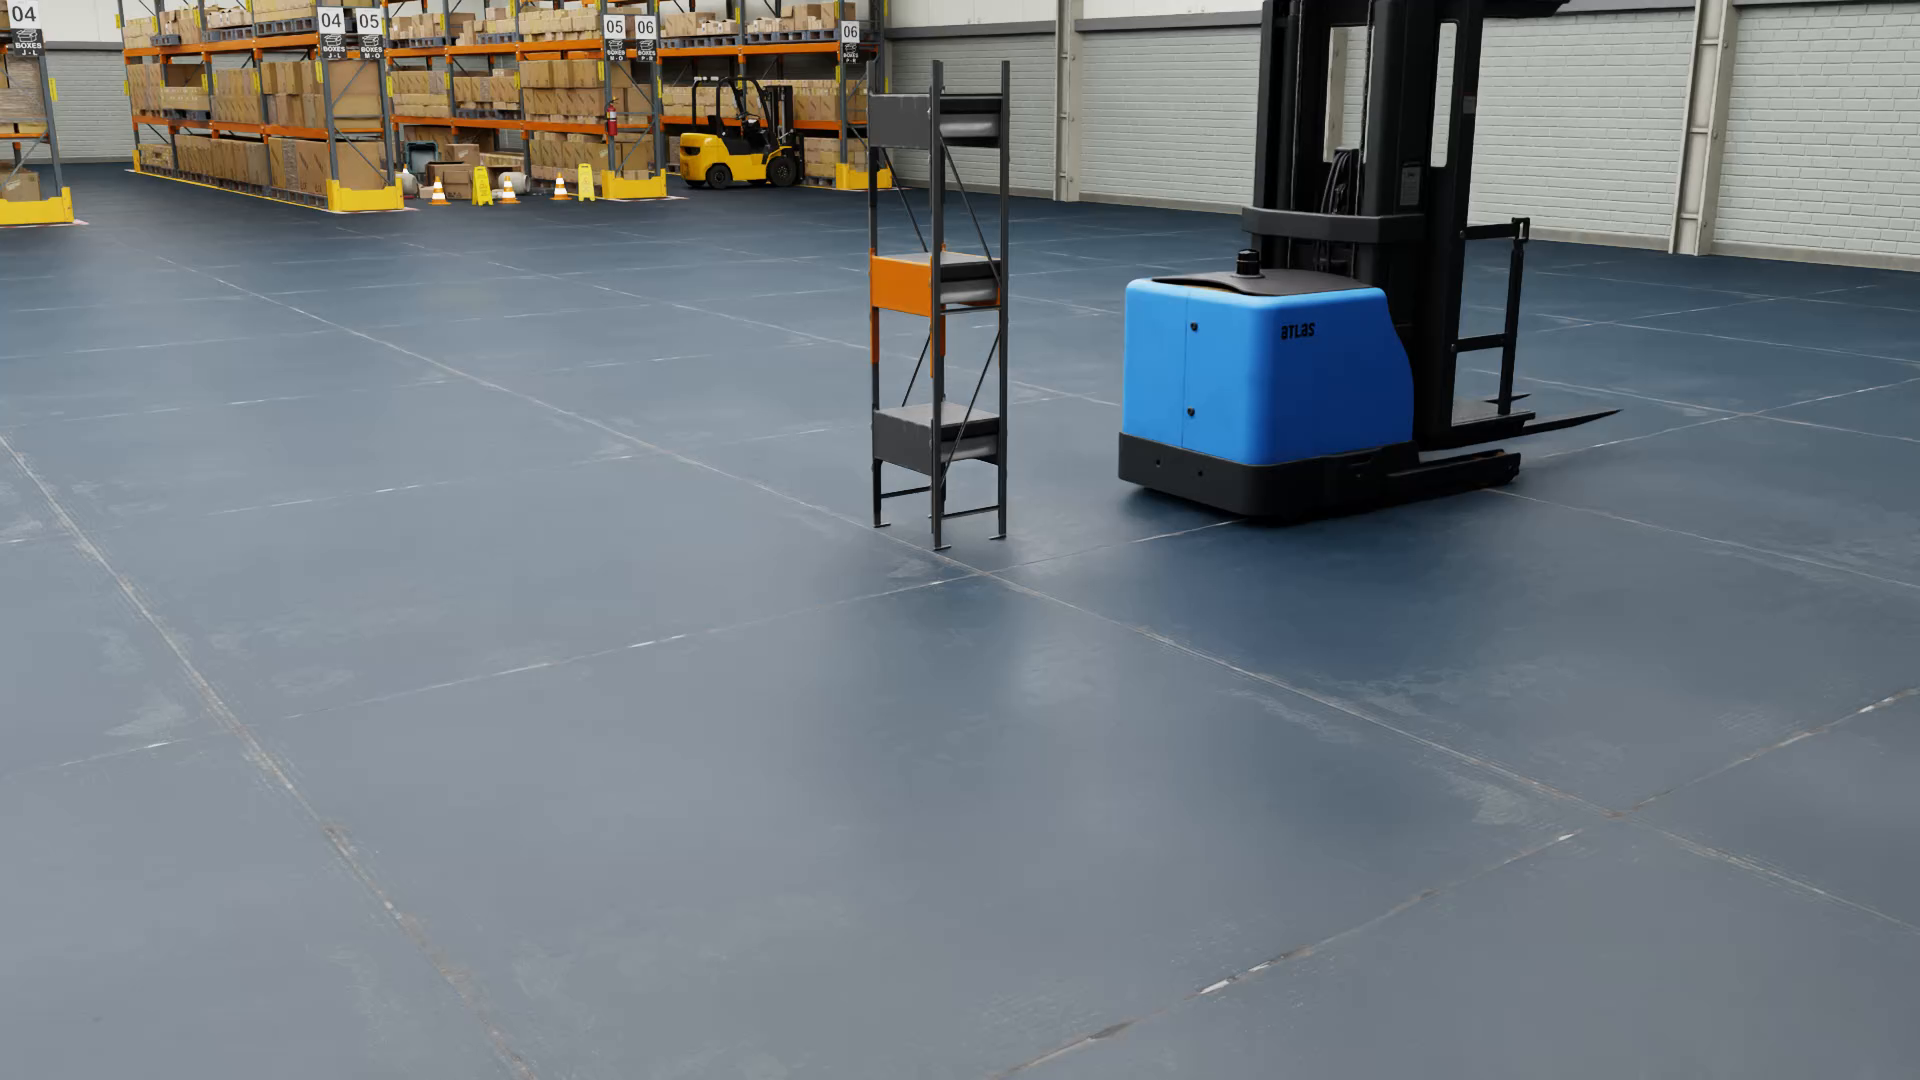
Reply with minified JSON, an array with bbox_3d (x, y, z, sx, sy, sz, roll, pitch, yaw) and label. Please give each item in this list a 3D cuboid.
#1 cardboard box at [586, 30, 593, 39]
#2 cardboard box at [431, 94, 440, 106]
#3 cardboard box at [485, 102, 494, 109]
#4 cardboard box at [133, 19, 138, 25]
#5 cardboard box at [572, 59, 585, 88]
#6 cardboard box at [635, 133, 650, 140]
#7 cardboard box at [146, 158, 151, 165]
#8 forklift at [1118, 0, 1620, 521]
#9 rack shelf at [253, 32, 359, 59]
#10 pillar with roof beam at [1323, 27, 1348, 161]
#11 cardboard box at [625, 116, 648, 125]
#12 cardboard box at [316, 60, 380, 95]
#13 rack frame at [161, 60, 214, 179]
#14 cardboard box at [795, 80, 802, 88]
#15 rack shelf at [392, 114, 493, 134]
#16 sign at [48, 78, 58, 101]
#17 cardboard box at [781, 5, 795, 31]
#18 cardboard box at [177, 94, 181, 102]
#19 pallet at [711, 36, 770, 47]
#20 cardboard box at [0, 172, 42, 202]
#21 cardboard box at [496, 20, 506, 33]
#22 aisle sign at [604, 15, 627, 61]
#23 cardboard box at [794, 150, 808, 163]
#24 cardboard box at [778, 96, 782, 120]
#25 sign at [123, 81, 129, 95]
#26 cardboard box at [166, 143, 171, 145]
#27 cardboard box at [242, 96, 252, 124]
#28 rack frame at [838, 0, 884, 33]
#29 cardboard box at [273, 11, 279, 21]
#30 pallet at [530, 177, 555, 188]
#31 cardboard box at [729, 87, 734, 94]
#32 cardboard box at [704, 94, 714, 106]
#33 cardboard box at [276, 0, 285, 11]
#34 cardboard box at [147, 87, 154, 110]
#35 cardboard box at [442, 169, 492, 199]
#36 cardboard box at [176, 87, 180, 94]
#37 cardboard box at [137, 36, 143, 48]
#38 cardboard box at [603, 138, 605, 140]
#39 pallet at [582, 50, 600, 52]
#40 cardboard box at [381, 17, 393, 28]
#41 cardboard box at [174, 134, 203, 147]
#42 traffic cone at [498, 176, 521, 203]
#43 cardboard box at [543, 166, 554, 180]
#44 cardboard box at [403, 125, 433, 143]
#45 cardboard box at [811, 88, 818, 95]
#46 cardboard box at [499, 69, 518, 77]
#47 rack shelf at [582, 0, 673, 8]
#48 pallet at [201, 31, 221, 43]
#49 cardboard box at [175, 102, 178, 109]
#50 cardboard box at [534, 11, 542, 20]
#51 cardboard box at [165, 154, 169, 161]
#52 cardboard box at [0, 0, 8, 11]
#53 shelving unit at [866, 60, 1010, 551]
[{"bbox_3d":[-6.558,-9.156,30.141,0.380,0.149,0.250,-11,19,-34],"label":"cardboard box"},{"bbox_3d":[-11.447,-9.800,37.036,0.500,0.250,0.500,-11,19,-36],"label":"cardboard box"},{"bbox_3d":[-9.701,-9.088,34.781,0.380,0.149,0.250,-10,18,-33],"label":"cardboard box"},{"bbox_3d":[-18.601,-11.791,37.876,0.380,0.149,0.250,-10,18,-33],"label":"cardboard box"},{"bbox_3d":[-6.717,-8.608,30.698,0.700,0.500,0.500,-11,19,-34],"label":"cardboard box"},{"bbox_3d":[-7.705,-9.838,40.551,0.380,0.149,0.250,-11,19,-35],"label":"cardboard box"},{"bbox_3d":[-18.819,-8.876,38.927,0.380,0.149,0.250,-11,19,-34],"label":"cardboard box"},{"bbox_3d":[2.308,-1.783,8.537,3.031,2.935,1.130,-10,18,-33],"label":"forklift"},{"bbox_3d":[-11.069,-8.487,28.582,1.077,0.370,4.000,-11,19,-35],"label":"rack shelf"},{"bbox_3d":[1.957,-8.472,21.485,9.100,9.000,0.400,-11,19,-35],"label":"pillar with roof beam"},{"bbox_3d":[-5.981,-7.733,30.624,0.380,0.149,0.250,-11,19,-34],"label":"cardboard box"},{"bbox_3d":[-10.080,-7.638,27.472,0.875,0.550,0.550,-11,19,-35],"label":"cardboard box"},{"bbox_3d":[-16.949,-9.522,36.685,1.000,3.000,0.127,-11,19,-35],"label":"rack frame"},{"bbox_3d":[-3.149,-9.326,33.987,0.380,0.149,0.250,-10,18,-33],"label":"cardboard box"},{"bbox_3d":[-11.829,-9.538,38.106,1.077,0.370,4.000,-11,19,-35],"label":"rack shelf"},{"bbox_3d":[-13.526,-6.713,24.782,0.100,0.325,0.005,-11,19,-35],"label":"sign"},{"bbox_3d":[-3.228,-10.690,34.089,0.797,0.503,0.637,-10,18,-33],"label":"cardboard box"},{"bbox_3d":[-16.168,-9.258,34.836,0.380,0.149,0.250,-11,19,-36],"label":"cardboard box"},{"bbox_3d":[-4.817,-10.916,36.457,0.805,0.209,1.217,-12,19,-37],"label":"pallet"},{"bbox_3d":[-14.319,-5.344,25.360,0.500,0.500,0.500,-7,17,-24],"label":"cardboard box"},{"bbox_3d":[-9.055,-10.392,33.669,0.500,0.250,0.500,-11,19,-34],"label":"cardboard box"},{"bbox_3d":[-6.147,-8.945,29.653,0.394,0.787,0.004,-11,19,-35],"label":"aisle sign"},{"bbox_3d":[-3.082,-7.910,34.259,0.500,0.250,0.500,-11,19,-36],"label":"cardboard box"},{"bbox_3d":[-3.620,-9.071,34.849,0.500,0.500,0.500,-11,19,-35],"label":"cardboard box"},{"bbox_3d":[-19.740,-10.710,39.384,0.100,0.325,0.005,-11,19,-35],"label":"sign"},{"bbox_3d":[-18.683,-9.354,39.550,0.380,0.149,0.250,-10,18,-33],"label":"cardboard box"},{"bbox_3d":[-13.065,-8.040,31.080,0.500,0.500,0.500,-11,19,-35],"label":"cardboard box"},{"bbox_3d":[-1.936,-11.414,32.235,1.000,3.000,0.127,-11,19,-35],"label":"rack frame"},{"bbox_3d":[-11.556,-8.988,28.543,0.380,0.149,0.250,-11,19,-34],"label":"cardboard box"},{"bbox_3d":[-7.877,-7.121,33.194,1.003,0.211,1.213,-11,19,-35],"label":"pallet"},{"bbox_3d":[-4.835,-9.827,36.380,0.380,0.149,0.250,-11,19,-35],"label":"cardboard box"},{"bbox_3d":[-5.388,-9.828,37.139,0.500,0.250,0.500,-10,18,-33],"label":"cardboard box"},{"bbox_3d":[-11.291,-9.112,28.238,0.500,0.250,0.500,-11,19,-34],"label":"cardboard box"},{"bbox_3d":[-18.058,-9.991,37.644,0.500,0.500,0.500,-11,19,-35],"label":"cardboard box"},{"bbox_3d":[-9.030,-6.528,30.473,0.637,0.503,0.797,4,16,13],"label":"cardboard box"},{"bbox_3d":[-16.167,-9.402,34.799,0.380,0.149,0.250,-10,18,-33],"label":"cardboard box"},{"bbox_3d":[-18.330,-11.282,37.718,0.500,0.250,0.500,-11,19,-35],"label":"cardboard box"},{"bbox_3d":[-8.889,-9.942,42.158,0.500,0.500,0.500,-10,18,-32],"label":"cardboard box"},{"bbox_3d":[-8.665,-12.289,41.469,1.213,0.211,1.003,-11,19,-35],"label":"pallet"},{"bbox_3d":[-13.824,-12.342,40.127,0.797,0.503,0.637,-9,18,-30],"label":"cardboard box"},{"bbox_3d":[-16.728,-8.682,36.134,0.500,0.250,0.500,-12,19,-37],"label":"cardboard box"},{"bbox_3d":[-7.943,-6.173,29.253,0.336,0.463,0.334,-11,19,-35],"label":"traffic cone"},{"bbox_3d":[-7.849,-7.200,32.613,0.500,0.250,0.500,-10,18,-31],"label":"cardboard box"},{"bbox_3d":[-12.575,-9.370,39.358,0.875,0.875,0.875,-10,18,-33],"label":"cardboard box"},{"bbox_3d":[-2.780,-9.082,33.659,0.380,0.149,0.250,-11,19,-35],"label":"cardboard box"},{"bbox_3d":[-9.171,-9.520,33.898,0.380,0.149,0.250,-12,19,-36],"label":"cardboard box"},{"bbox_3d":[-7.816,-13.010,40.184,1.077,0.370,4.000,-11,19,-35],"label":"rack shelf"},{"bbox_3d":[-14.176,-9.894,32.721,1.213,0.211,1.003,-10,18,-32],"label":"pallet"},{"bbox_3d":[-16.317,-9.170,35.079,0.380,0.149,0.250,-11,19,-36],"label":"cardboard box"},{"bbox_3d":[-7.922,-10.027,31.813,0.380,0.149,0.250,-11,19,-35],"label":"cardboard box"},{"bbox_3d":[-17.561,-8.567,37.236,0.380,0.149,0.250,-12,19,-37],"label":"cardboard box"},{"bbox_3d":[-13.940,-7.873,24.506,0.380,0.149,0.250,-11,19,-35],"label":"cardboard box"},{"bbox_3d":[-0.097,-1.048,7.428,0.431,2.100,0.503,-11,19,-35],"label":"shelving unit"}]
